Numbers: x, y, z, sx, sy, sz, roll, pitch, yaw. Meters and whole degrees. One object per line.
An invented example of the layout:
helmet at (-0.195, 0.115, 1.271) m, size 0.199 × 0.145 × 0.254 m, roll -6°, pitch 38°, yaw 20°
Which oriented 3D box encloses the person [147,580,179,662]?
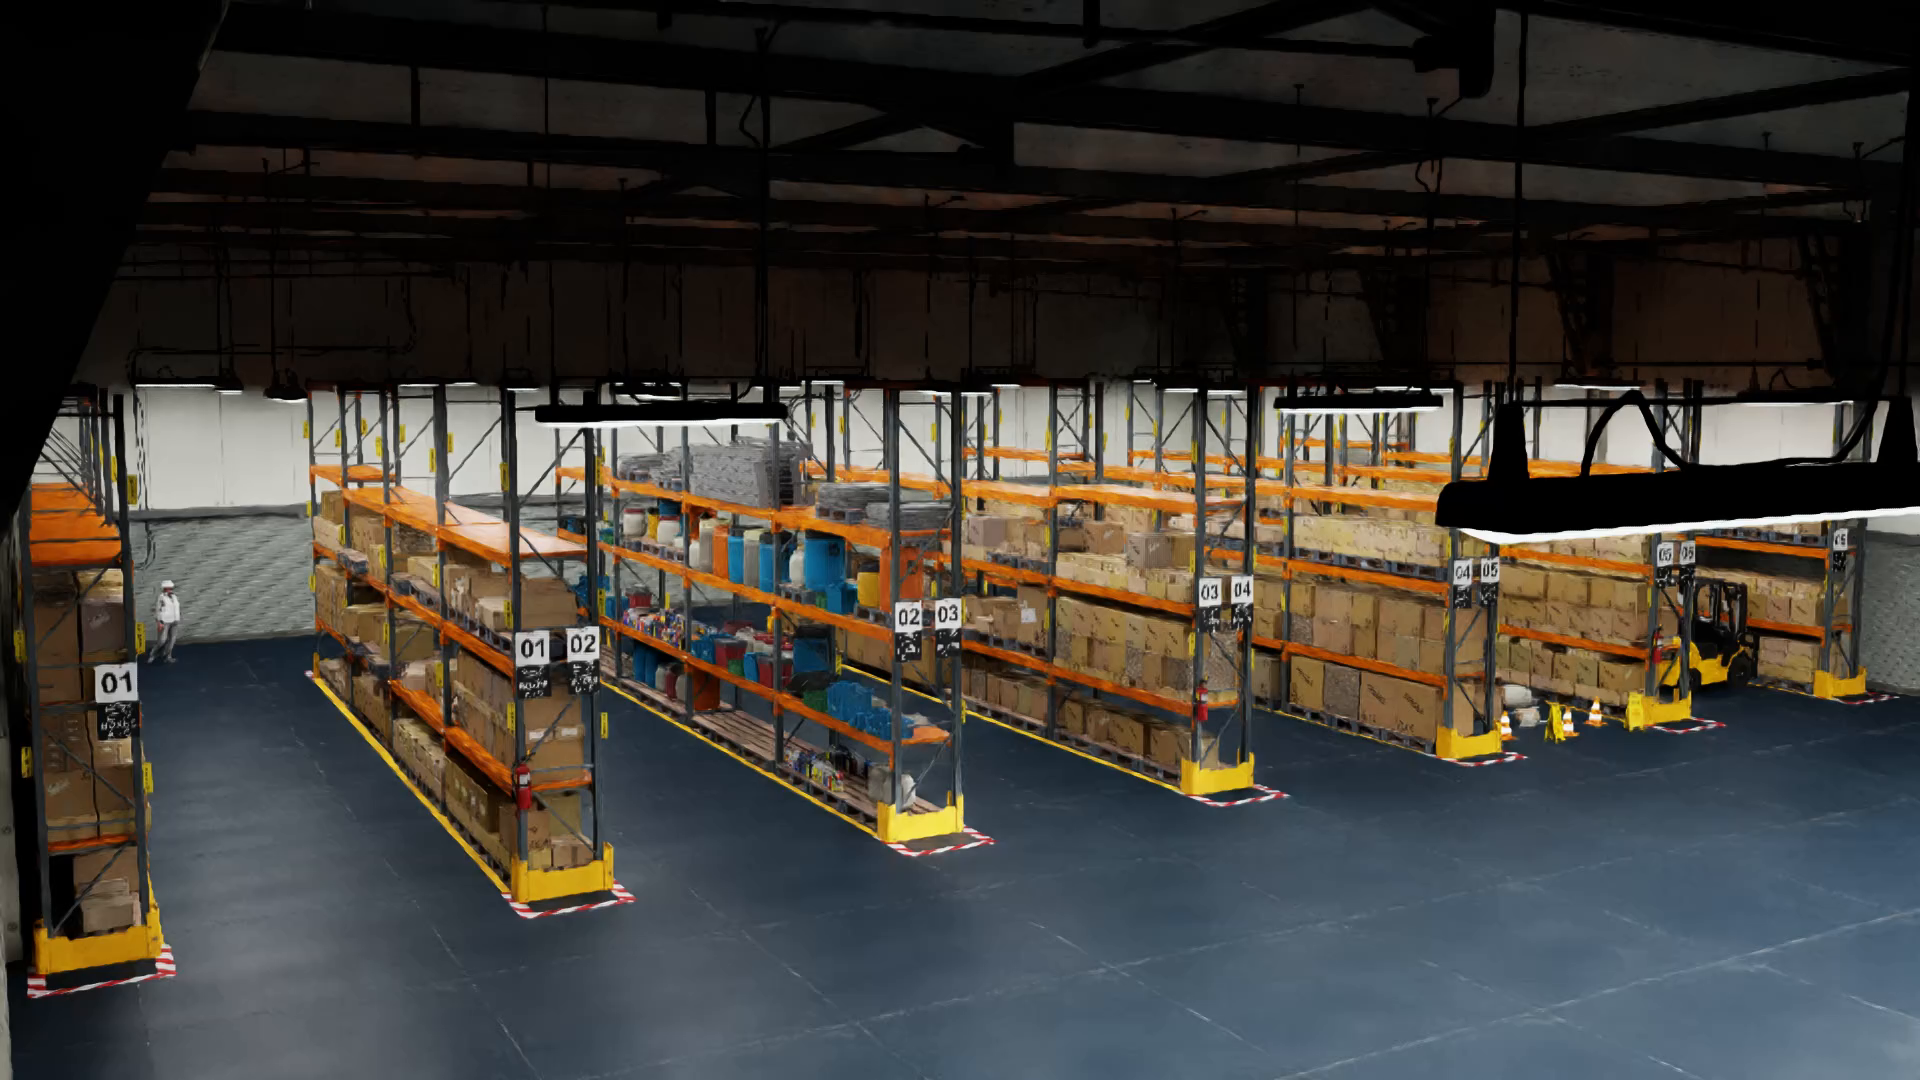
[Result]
person at (-16.831, 1.719, 35.123) m, size 0.515 × 1.758 × 0.691 m, roll 2°, pitch 6°, yaw 20°
